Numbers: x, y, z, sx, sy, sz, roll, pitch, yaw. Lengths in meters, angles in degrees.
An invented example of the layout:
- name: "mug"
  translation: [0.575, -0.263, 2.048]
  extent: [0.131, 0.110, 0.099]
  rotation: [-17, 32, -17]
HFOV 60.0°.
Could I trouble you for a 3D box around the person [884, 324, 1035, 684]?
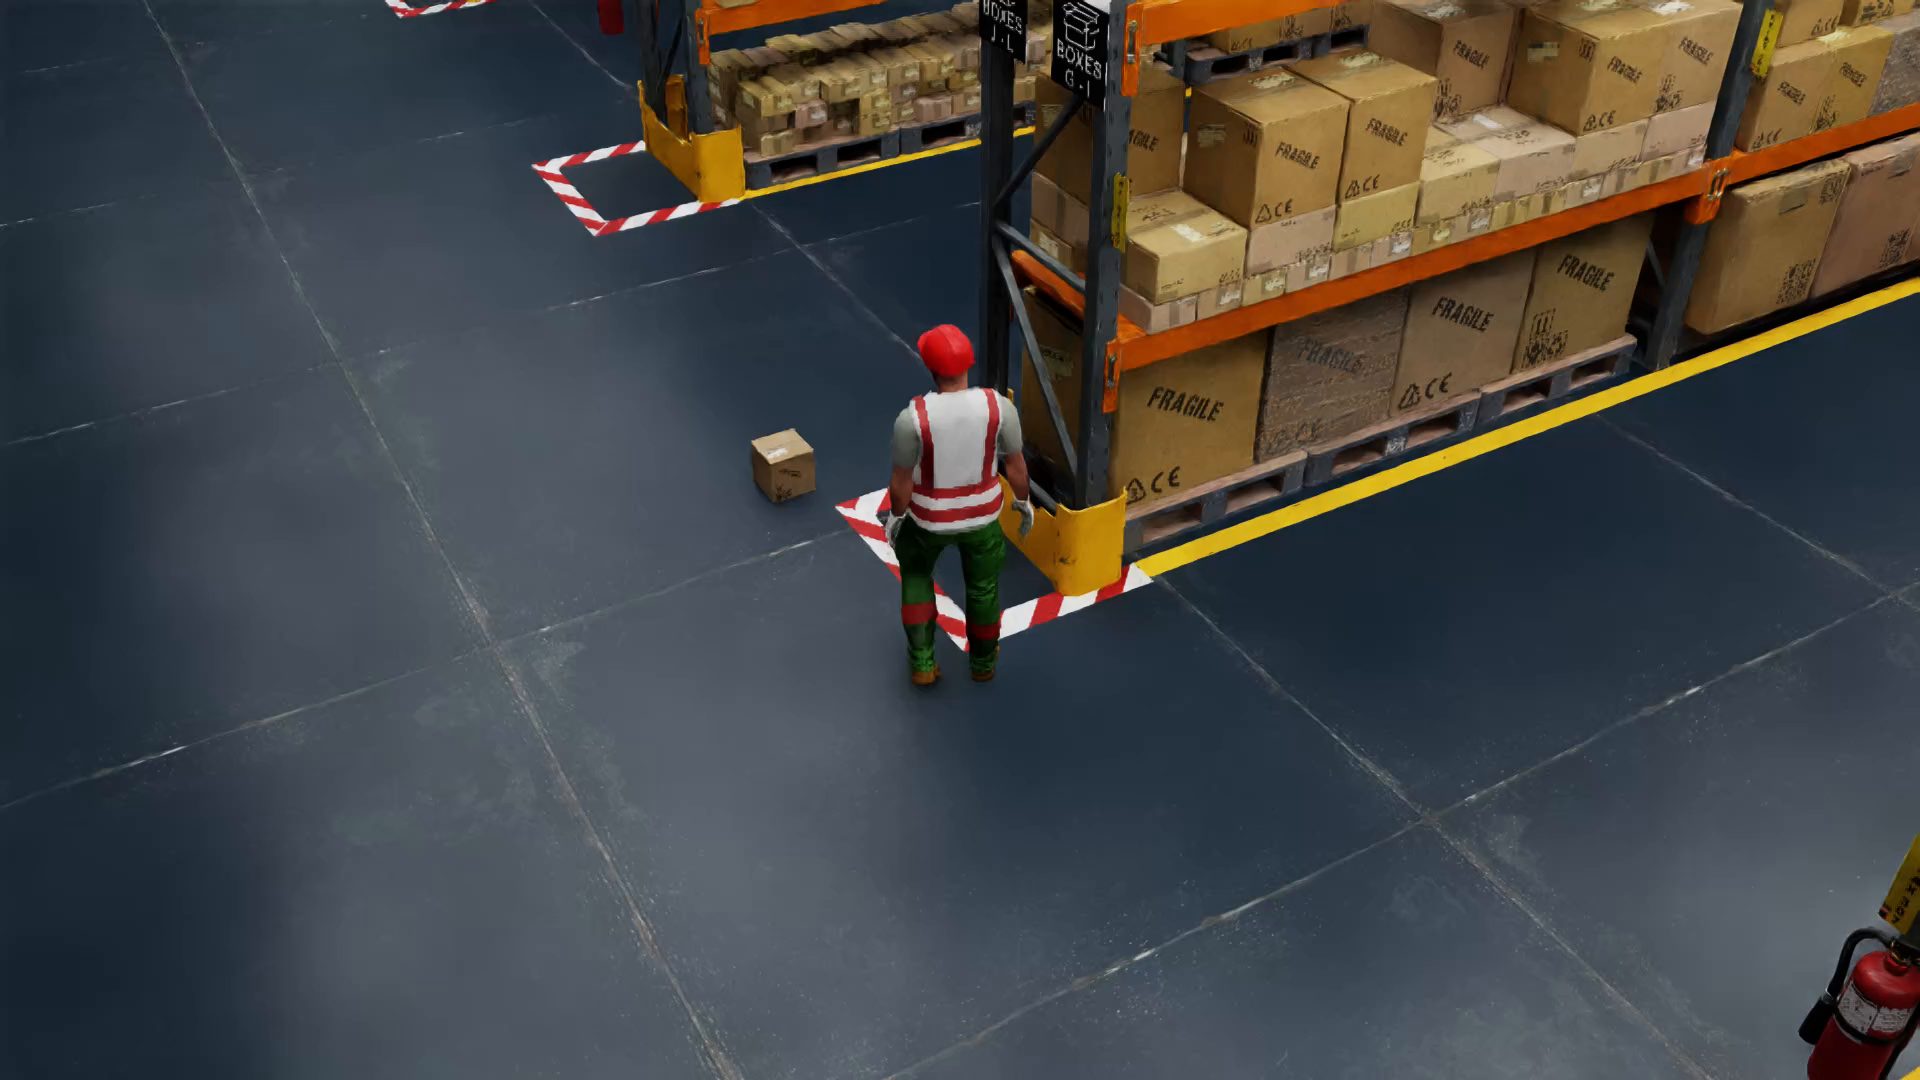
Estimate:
- name: "person"
  translation: [-0.002, -0.117, 7.057]
  extent: [0.646, 1.792, 0.422]
  rotation: [-6, 37, -7]
